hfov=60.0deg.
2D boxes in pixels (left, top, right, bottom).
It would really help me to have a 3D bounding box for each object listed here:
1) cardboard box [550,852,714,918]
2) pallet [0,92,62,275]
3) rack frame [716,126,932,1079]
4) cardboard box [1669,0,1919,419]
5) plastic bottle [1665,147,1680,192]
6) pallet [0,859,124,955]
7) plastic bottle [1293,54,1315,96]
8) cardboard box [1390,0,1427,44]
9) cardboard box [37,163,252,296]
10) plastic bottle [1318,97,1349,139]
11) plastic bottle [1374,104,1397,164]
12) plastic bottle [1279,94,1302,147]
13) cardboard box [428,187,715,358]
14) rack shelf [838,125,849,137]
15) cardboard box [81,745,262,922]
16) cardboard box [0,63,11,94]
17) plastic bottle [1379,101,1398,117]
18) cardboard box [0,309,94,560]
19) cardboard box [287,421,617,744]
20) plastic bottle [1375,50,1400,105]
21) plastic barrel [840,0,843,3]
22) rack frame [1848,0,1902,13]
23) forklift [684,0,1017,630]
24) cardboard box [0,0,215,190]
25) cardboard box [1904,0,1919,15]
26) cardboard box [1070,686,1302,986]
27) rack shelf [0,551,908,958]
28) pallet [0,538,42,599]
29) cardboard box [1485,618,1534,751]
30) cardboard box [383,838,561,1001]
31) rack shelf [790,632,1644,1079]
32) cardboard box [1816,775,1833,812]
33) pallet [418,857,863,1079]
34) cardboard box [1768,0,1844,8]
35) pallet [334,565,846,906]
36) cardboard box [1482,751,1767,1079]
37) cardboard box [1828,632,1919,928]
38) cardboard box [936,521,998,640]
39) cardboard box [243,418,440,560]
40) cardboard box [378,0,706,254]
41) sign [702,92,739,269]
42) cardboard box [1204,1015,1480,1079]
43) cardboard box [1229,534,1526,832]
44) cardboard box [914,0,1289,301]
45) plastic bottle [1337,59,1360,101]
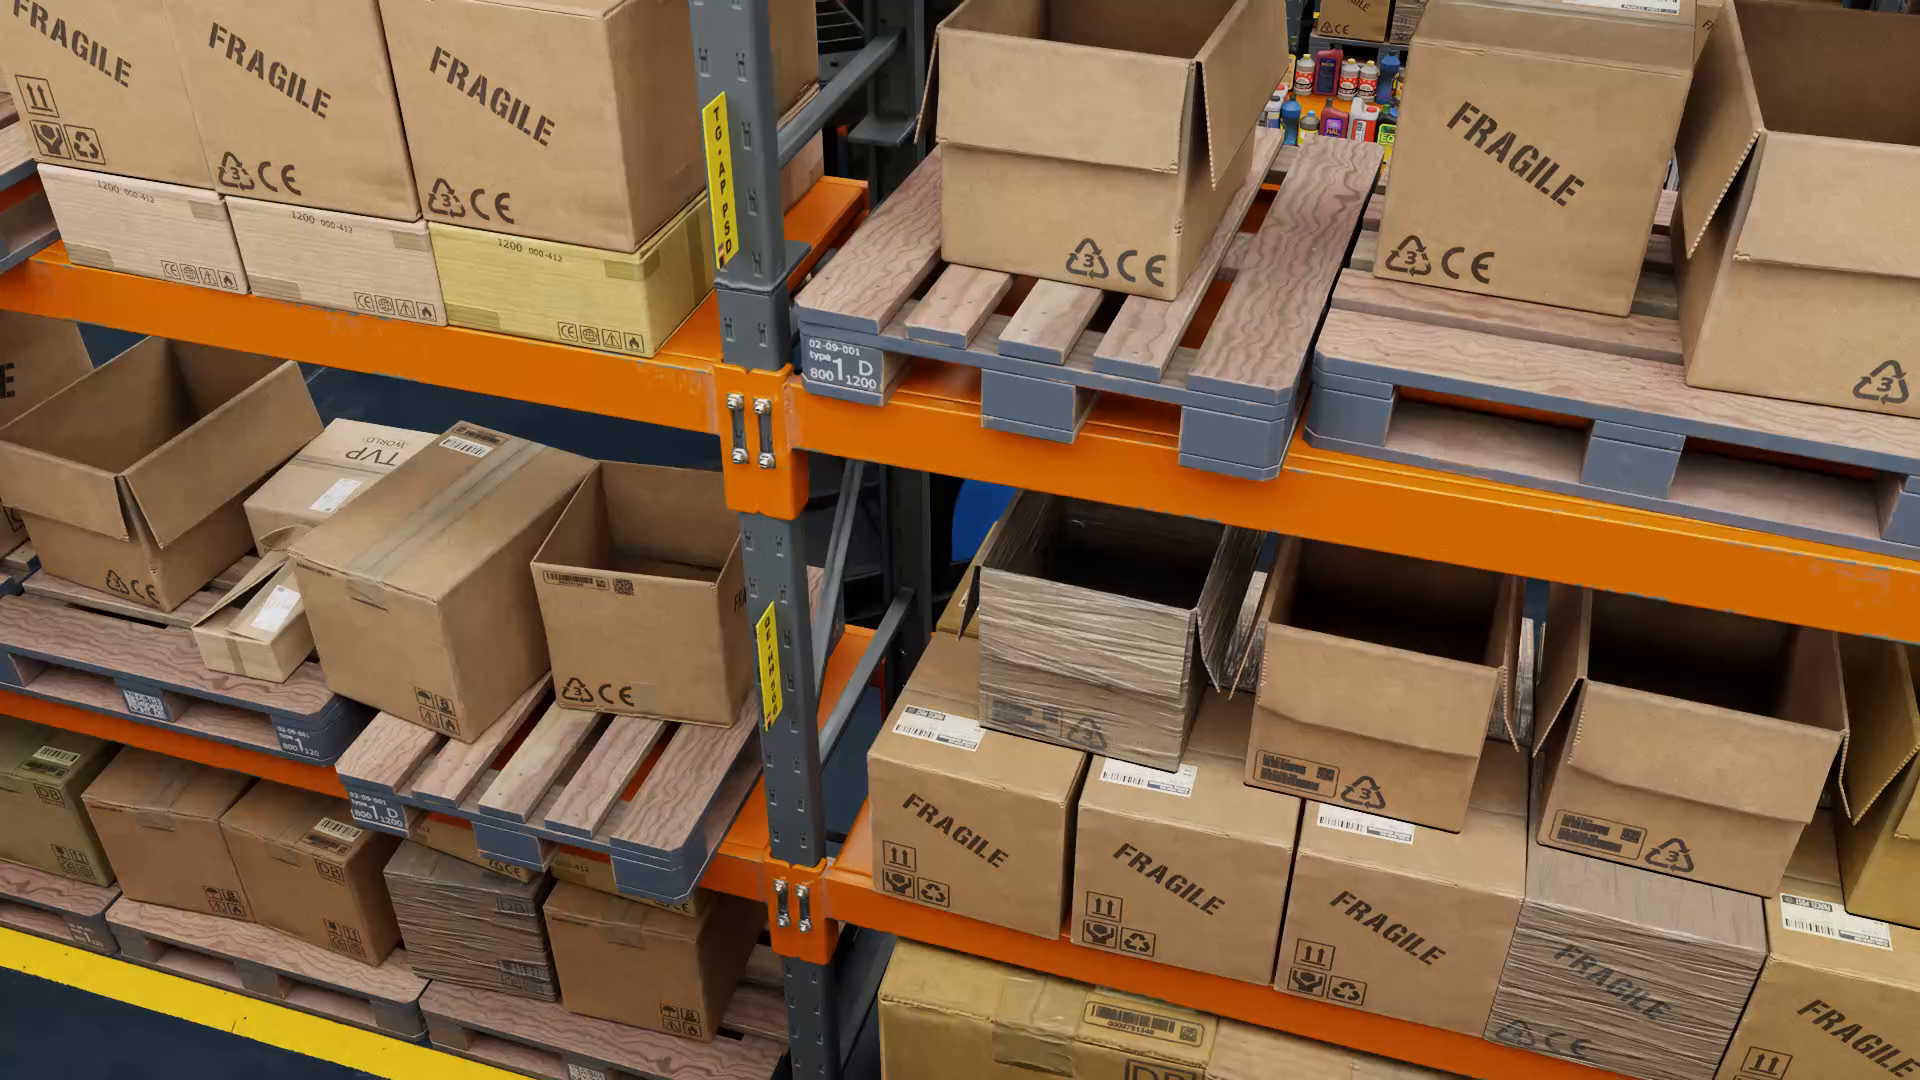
[{"bbox_3d":[-0.941,0.850,5.170,0.500,0.250,0.500,12,38,16],"label":"cardboard box"},{"bbox_3d":[-2.562,-1.065,4.294,1.003,0.211,1.213,10,38,14],"label":"pallet"},{"bbox_3d":[-0.292,0.424,4.644,0.127,3.000,1.000,10,38,14],"label":"rack frame"},{"bbox_3d":[1.664,-0.646,3.125,0.637,0.503,0.797,10,38,13],"label":"cardboard box"},{"bbox_3d":[3.350,-1.727,7.670,0.135,0.276,0.152,10,38,14],"label":"plastic bottle"},{"bbox_3d":[-3.367,0.977,6.245,1.213,0.211,1.003,10,38,14],"label":"pallet"},{"bbox_3d":[1.803,-2.438,8.699,0.097,0.201,0.097,0,36,0],"label":"plastic bottle"},{"bbox_3d":[3.516,-4.019,12.418,0.500,0.500,0.500,9,37,12],"label":"cardboard box"},{"bbox_3d":[-1.775,-0.839,3.956,0.500,0.250,0.500,12,38,15],"label":"cardboard box"},{"bbox_3d":[1.801,-1.988,8.019,0.133,0.283,0.061,10,38,14],"label":"plastic bottle"},{"bbox_3d":[2.057,-1.941,7.955,0.133,0.283,0.061,10,38,14],"label":"plastic bottle"},{"bbox_3d":[1.604,-2.031,8.088,0.097,0.271,0.097,0,36,0],"label":"plastic bottle"},{"bbox_3d":[-0.819,-0.669,3.725,0.500,0.250,0.500,11,38,14],"label":"cardboard box"},{"bbox_3d":[-0.724,-2.442,9.145,4.000,0.370,1.077,10,38,14],"label":"rack shelf"},{"bbox_3d":[-2.547,0.861,5.788,0.500,0.500,0.700,7,37,10],"label":"cardboard box"},{"bbox_3d":[-2.291,-1.291,4.286,0.250,0.166,0.380,9,37,13],"label":"cardboard box"},{"bbox_3d":[2.064,-1.984,8.024,0.097,0.271,0.097,0,36,0],"label":"plastic bottle"},{"bbox_3d":[-3.394,-0.474,5.004,1.000,1.000,1.000,11,38,14],"label":"cardboard box"},{"bbox_3d":[-1.382,0.100,4.646,0.500,0.500,0.700,16,39,21],"label":"cardboard box"},{"bbox_3d":[2.209,-2.391,8.576,0.097,0.271,0.097,0,36,0],"label":"plastic bottle"},{"bbox_3d":[-0.672,-2.641,8.693,0.433,0.535,0.433,0,36,0],"label":"plastic barrel"},{"bbox_3d":[6.483,-4.474,11.298,0.127,3.000,1.000,10,38,14],"label":"rack frame"},{"bbox_3d":[-0.636,-1.028,6.674,3.031,2.935,1.130,-12,38,-16],"label":"forklift"},{"bbox_3d":[-1.783,-1.149,3.744,0.500,0.500,0.500,11,38,15],"label":"cardboard box"},{"bbox_3d":[7.112,-3.704,11.989,0.500,0.500,0.500,10,38,14],"label":"cardboard box"},{"bbox_3d":[0.584,0.713,4.166,0.500,0.500,0.500,10,37,13],"label":"cardboard box"},{"bbox_3d":[-2.201,0.360,5.337,4.000,0.370,1.077,10,38,14],"label":"rack shelf"},{"bbox_3d":[-3.424,0.011,5.366,1.213,0.211,1.003,10,38,14],"label":"pallet"},{"bbox_3d":[1.224,0.512,4.440,0.500,0.500,0.500,9,37,12],"label":"cardboard box"},{"bbox_3d":[-1.471,1.055,5.523,0.500,0.500,0.700,8,37,10],"label":"cardboard box"},{"bbox_3d":[1.617,1.067,4.377,4.000,0.370,1.077,10,38,14],"label":"rack shelf"},{"bbox_3d":[2.204,0.691,4.197,0.500,0.500,0.500,10,37,13],"label":"cardboard box"},{"bbox_3d":[-1.038,1.408,5.659,1.213,0.211,1.003,10,38,14],"label":"pallet"},{"bbox_3d":[5.927,-3.569,11.806,0.500,0.500,0.500,10,38,14],"label":"cardboard box"},{"bbox_3d":[-1.004,0.435,4.790,1.003,0.211,1.213,10,38,14],"label":"pallet"},{"bbox_3d":[1.550,0.891,3.924,0.500,0.500,0.500,11,38,14],"label":"cardboard box"},{"bbox_3d":[2.262,0.450,3.677,0.637,0.503,0.797,11,38,14],"label":"cardboard box"},{"bbox_3d":[0.253,0.331,4.686,0.500,0.500,0.500,12,38,15],"label":"cardboard box"},{"bbox_3d":[-1.823,-0.111,5.143,0.500,0.250,0.500,9,37,13],"label":"cardboard box"},{"bbox_3d":[-0.822,-0.969,3.499,0.500,0.500,0.500,11,38,15],"label":"cardboard box"},{"bbox_3d":[-0.456,-0.686,3.185,0.005,0.325,0.100,10,38,14],"label":"sign"},{"bbox_3d":[1.209,1.406,4.747,0.875,0.875,1.225,11,38,14],"label":"cardboard box"},{"bbox_3d":[1.022,0.235,3.970,0.637,0.503,0.797,11,38,15],"label":"cardboard box"},{"bbox_3d":[0.312,-0.928,3.508,0.637,0.503,0.797,13,38,17],"label":"cardboard box"},{"bbox_3d":[2.023,-2.397,8.644,0.097,0.201,0.097,0,36,0],"label":"plastic bottle"}]
